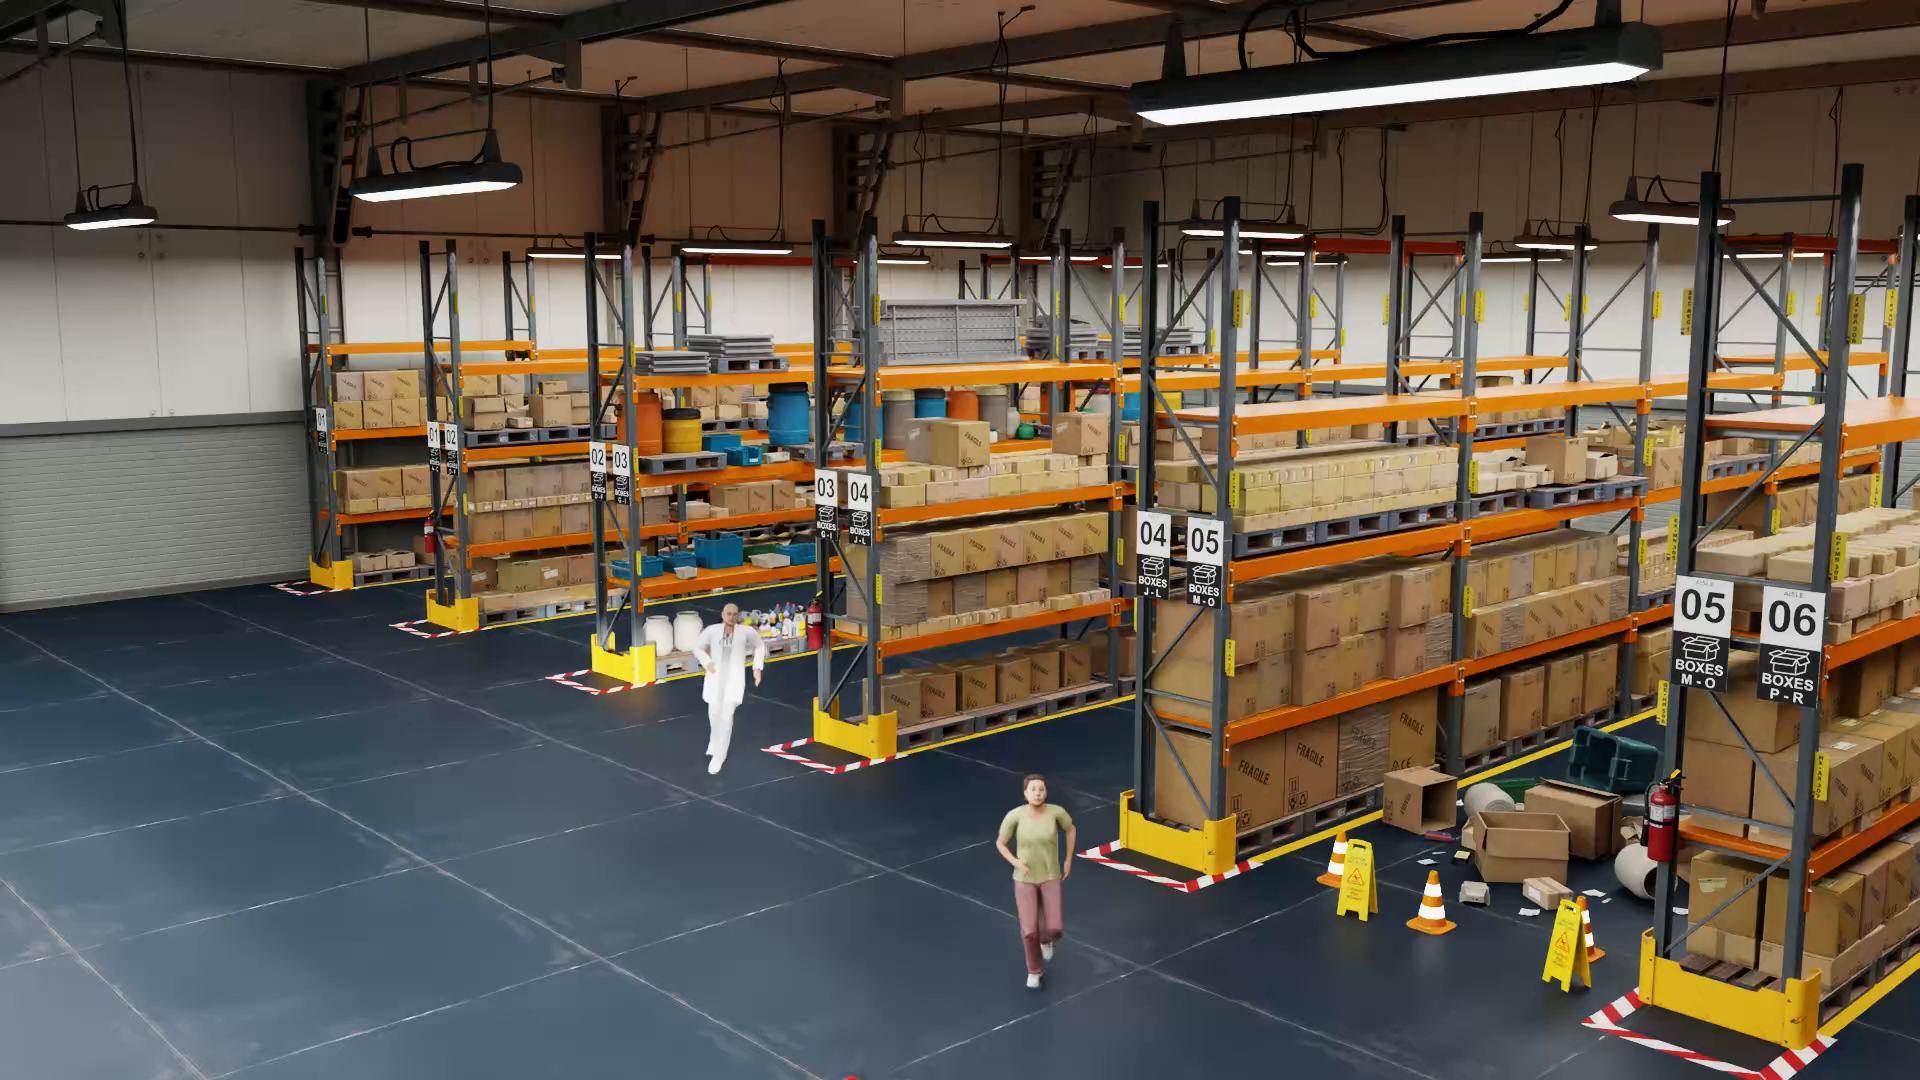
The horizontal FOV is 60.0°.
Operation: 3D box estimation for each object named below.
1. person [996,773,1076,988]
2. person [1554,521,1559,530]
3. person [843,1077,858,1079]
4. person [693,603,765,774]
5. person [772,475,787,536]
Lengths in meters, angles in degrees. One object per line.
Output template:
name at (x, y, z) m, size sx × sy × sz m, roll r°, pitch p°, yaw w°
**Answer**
person at (0.580, 2.551, 12.468) m, size 0.617 × 1.636 × 0.508 m, roll -1°, pitch 8°, yaw -4°
person at (9.410, 0.531, 26.152) m, size 0.582 × 1.710 × 0.673 m, roll 7°, pitch 11°, yaw 41°
person at (-0.483, 3.229, 7.370) m, size 0.670 × 1.765 × 0.914 m, roll 1°, pitch 8°, yaw 5°
person at (-2.567, 1.590, 18.415) m, size 0.763 × 1.806 × 0.942 m, roll 0°, pitch 8°, yaw 3°
person at (-3.604, -0.539, 33.329) m, size 0.671 × 1.772 × 0.733 m, roll 8°, pitch 12°, yaw 44°
